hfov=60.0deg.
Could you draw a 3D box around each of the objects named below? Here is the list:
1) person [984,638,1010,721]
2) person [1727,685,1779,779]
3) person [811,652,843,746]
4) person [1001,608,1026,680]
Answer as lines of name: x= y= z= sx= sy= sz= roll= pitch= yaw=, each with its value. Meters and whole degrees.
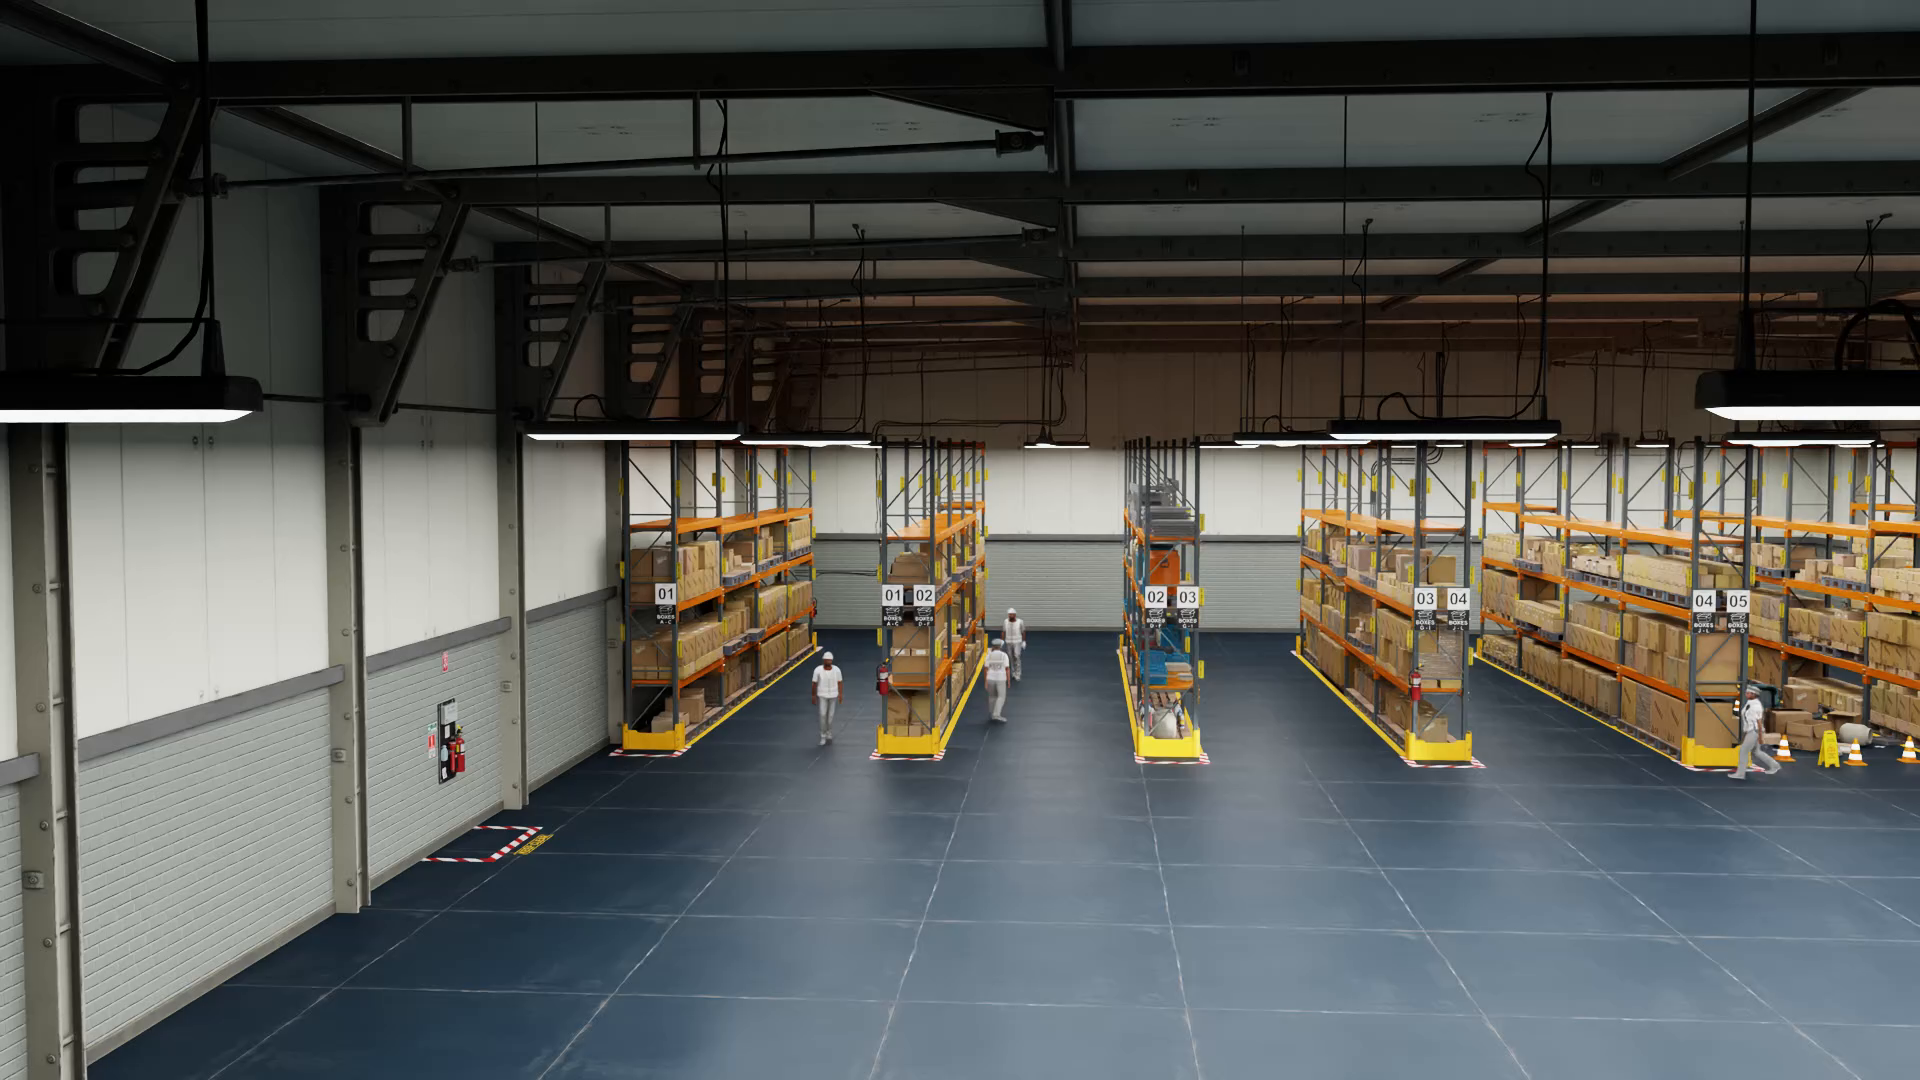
person: x=0.793 y=2.961 z=35.146 sx=0.592 sy=1.746 sz=0.941 roll=1 pitch=3 yaw=21
person: x=13.832 y=3.335 z=28.940 sx=0.917 sy=1.646 sz=0.445 roll=0 pitch=3 yaw=5
person: x=-2.579 y=3.092 z=32.694 sx=0.588 sy=1.756 sz=0.808 roll=-1 pitch=3 yaw=-23
person: x=1.304 y=2.610 z=41.675 sx=0.626 sy=1.779 sz=0.773 roll=1 pitch=3 yaw=23
